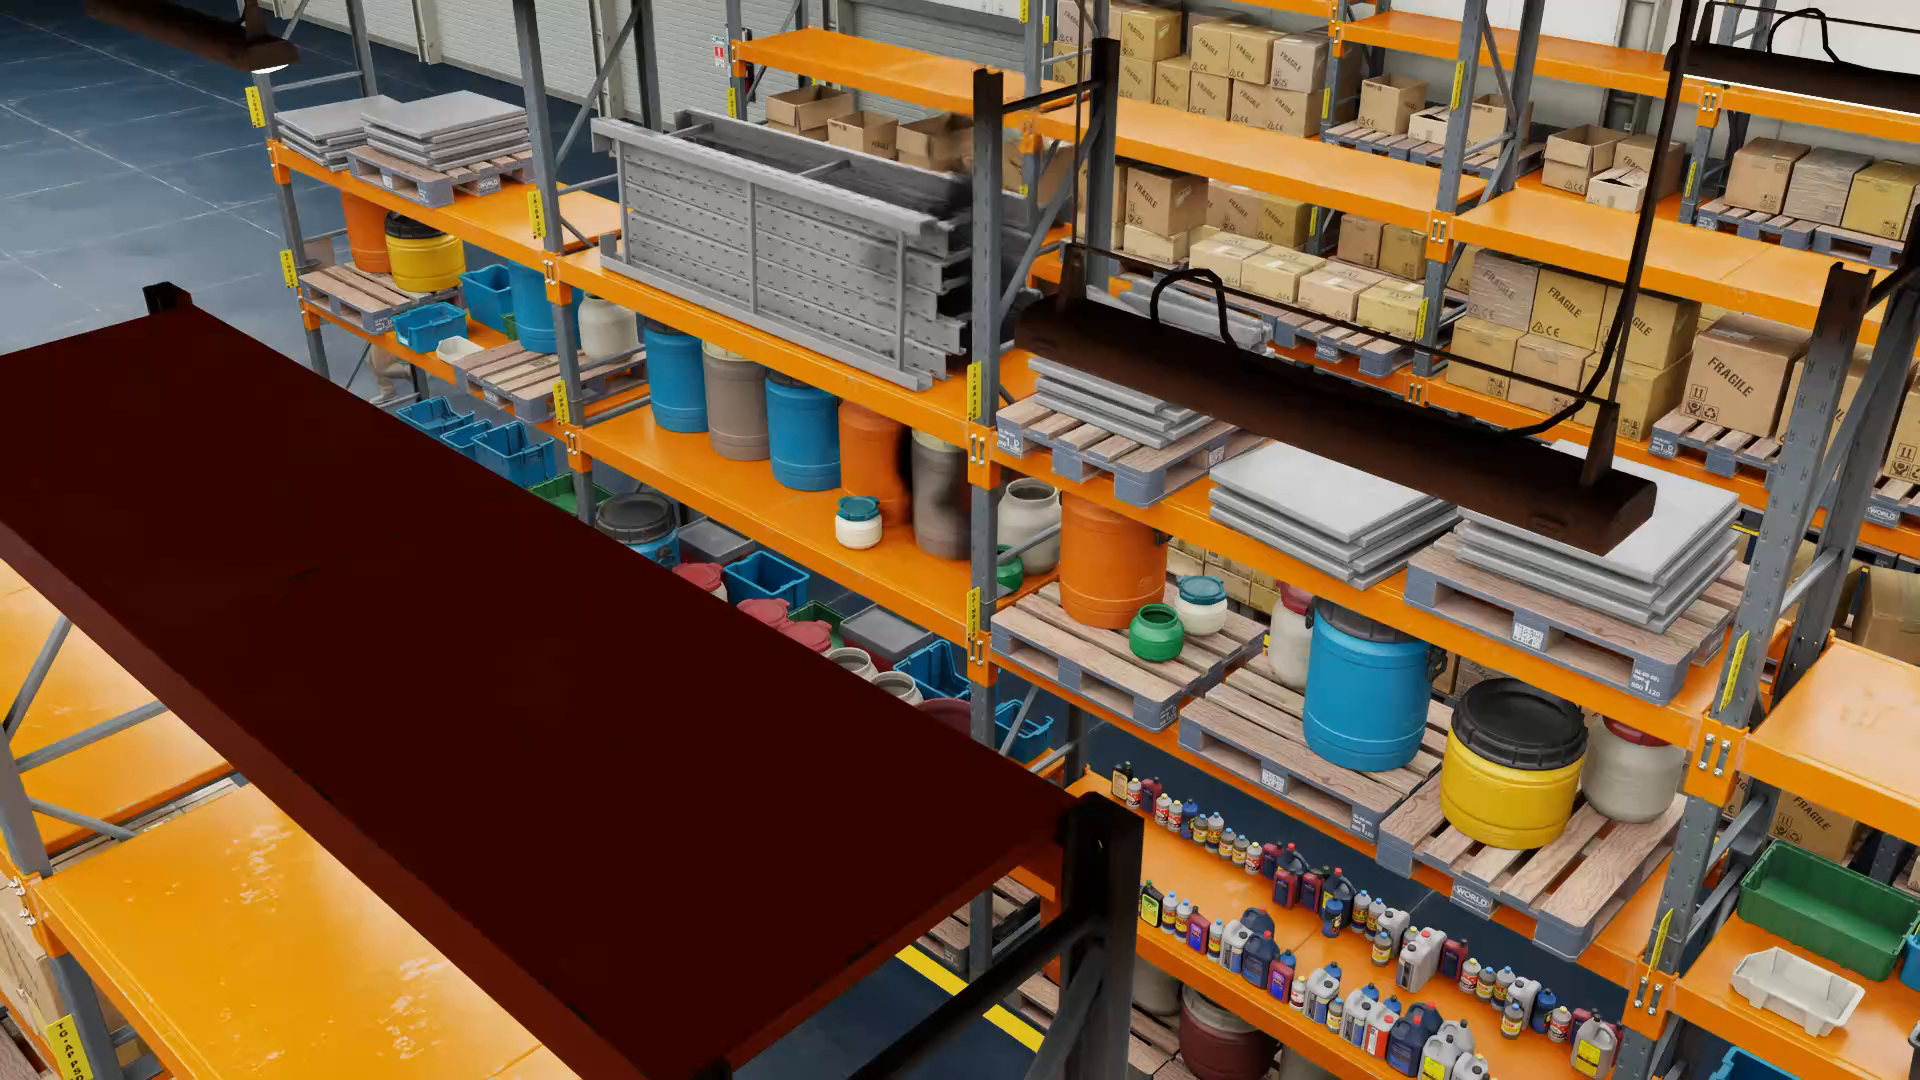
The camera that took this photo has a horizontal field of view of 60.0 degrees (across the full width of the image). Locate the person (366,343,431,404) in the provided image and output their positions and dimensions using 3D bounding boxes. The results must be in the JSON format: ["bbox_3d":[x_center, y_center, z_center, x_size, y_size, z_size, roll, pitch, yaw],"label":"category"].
[{"bbox_3d":[-6.399,-2.327,18.673,0.734,1.701,0.684,-7,30,-12],"label":"person"}]
